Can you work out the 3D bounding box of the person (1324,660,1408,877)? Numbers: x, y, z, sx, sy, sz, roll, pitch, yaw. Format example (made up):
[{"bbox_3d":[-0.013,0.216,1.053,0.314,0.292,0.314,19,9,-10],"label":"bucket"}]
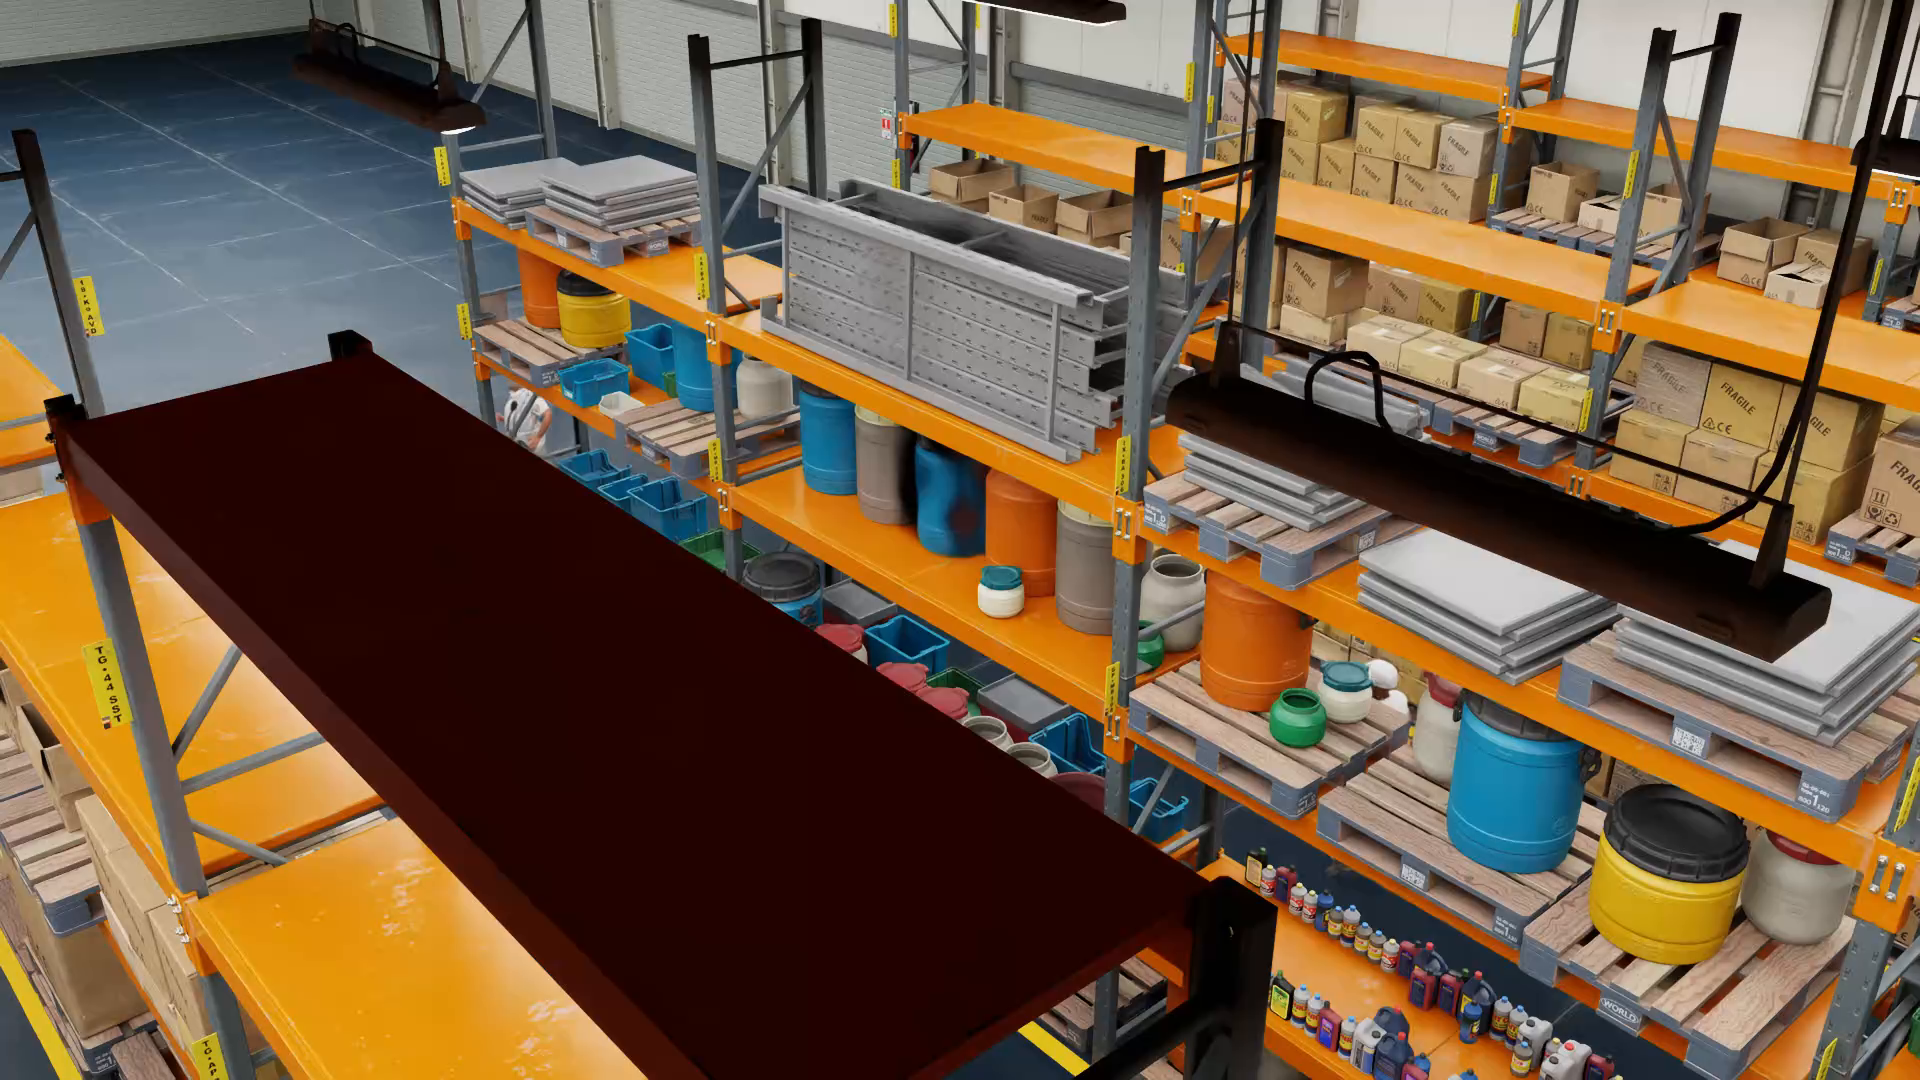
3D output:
[{"bbox_3d":[2.873,1.671,11.767,0.664,1.875,0.808,-21,34,-35],"label":"person"}]

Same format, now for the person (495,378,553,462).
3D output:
[{"bbox_3d":[-4.556,-1.008,17.596,0.812,1.828,0.625,-5,27,-9],"label":"person"}]
